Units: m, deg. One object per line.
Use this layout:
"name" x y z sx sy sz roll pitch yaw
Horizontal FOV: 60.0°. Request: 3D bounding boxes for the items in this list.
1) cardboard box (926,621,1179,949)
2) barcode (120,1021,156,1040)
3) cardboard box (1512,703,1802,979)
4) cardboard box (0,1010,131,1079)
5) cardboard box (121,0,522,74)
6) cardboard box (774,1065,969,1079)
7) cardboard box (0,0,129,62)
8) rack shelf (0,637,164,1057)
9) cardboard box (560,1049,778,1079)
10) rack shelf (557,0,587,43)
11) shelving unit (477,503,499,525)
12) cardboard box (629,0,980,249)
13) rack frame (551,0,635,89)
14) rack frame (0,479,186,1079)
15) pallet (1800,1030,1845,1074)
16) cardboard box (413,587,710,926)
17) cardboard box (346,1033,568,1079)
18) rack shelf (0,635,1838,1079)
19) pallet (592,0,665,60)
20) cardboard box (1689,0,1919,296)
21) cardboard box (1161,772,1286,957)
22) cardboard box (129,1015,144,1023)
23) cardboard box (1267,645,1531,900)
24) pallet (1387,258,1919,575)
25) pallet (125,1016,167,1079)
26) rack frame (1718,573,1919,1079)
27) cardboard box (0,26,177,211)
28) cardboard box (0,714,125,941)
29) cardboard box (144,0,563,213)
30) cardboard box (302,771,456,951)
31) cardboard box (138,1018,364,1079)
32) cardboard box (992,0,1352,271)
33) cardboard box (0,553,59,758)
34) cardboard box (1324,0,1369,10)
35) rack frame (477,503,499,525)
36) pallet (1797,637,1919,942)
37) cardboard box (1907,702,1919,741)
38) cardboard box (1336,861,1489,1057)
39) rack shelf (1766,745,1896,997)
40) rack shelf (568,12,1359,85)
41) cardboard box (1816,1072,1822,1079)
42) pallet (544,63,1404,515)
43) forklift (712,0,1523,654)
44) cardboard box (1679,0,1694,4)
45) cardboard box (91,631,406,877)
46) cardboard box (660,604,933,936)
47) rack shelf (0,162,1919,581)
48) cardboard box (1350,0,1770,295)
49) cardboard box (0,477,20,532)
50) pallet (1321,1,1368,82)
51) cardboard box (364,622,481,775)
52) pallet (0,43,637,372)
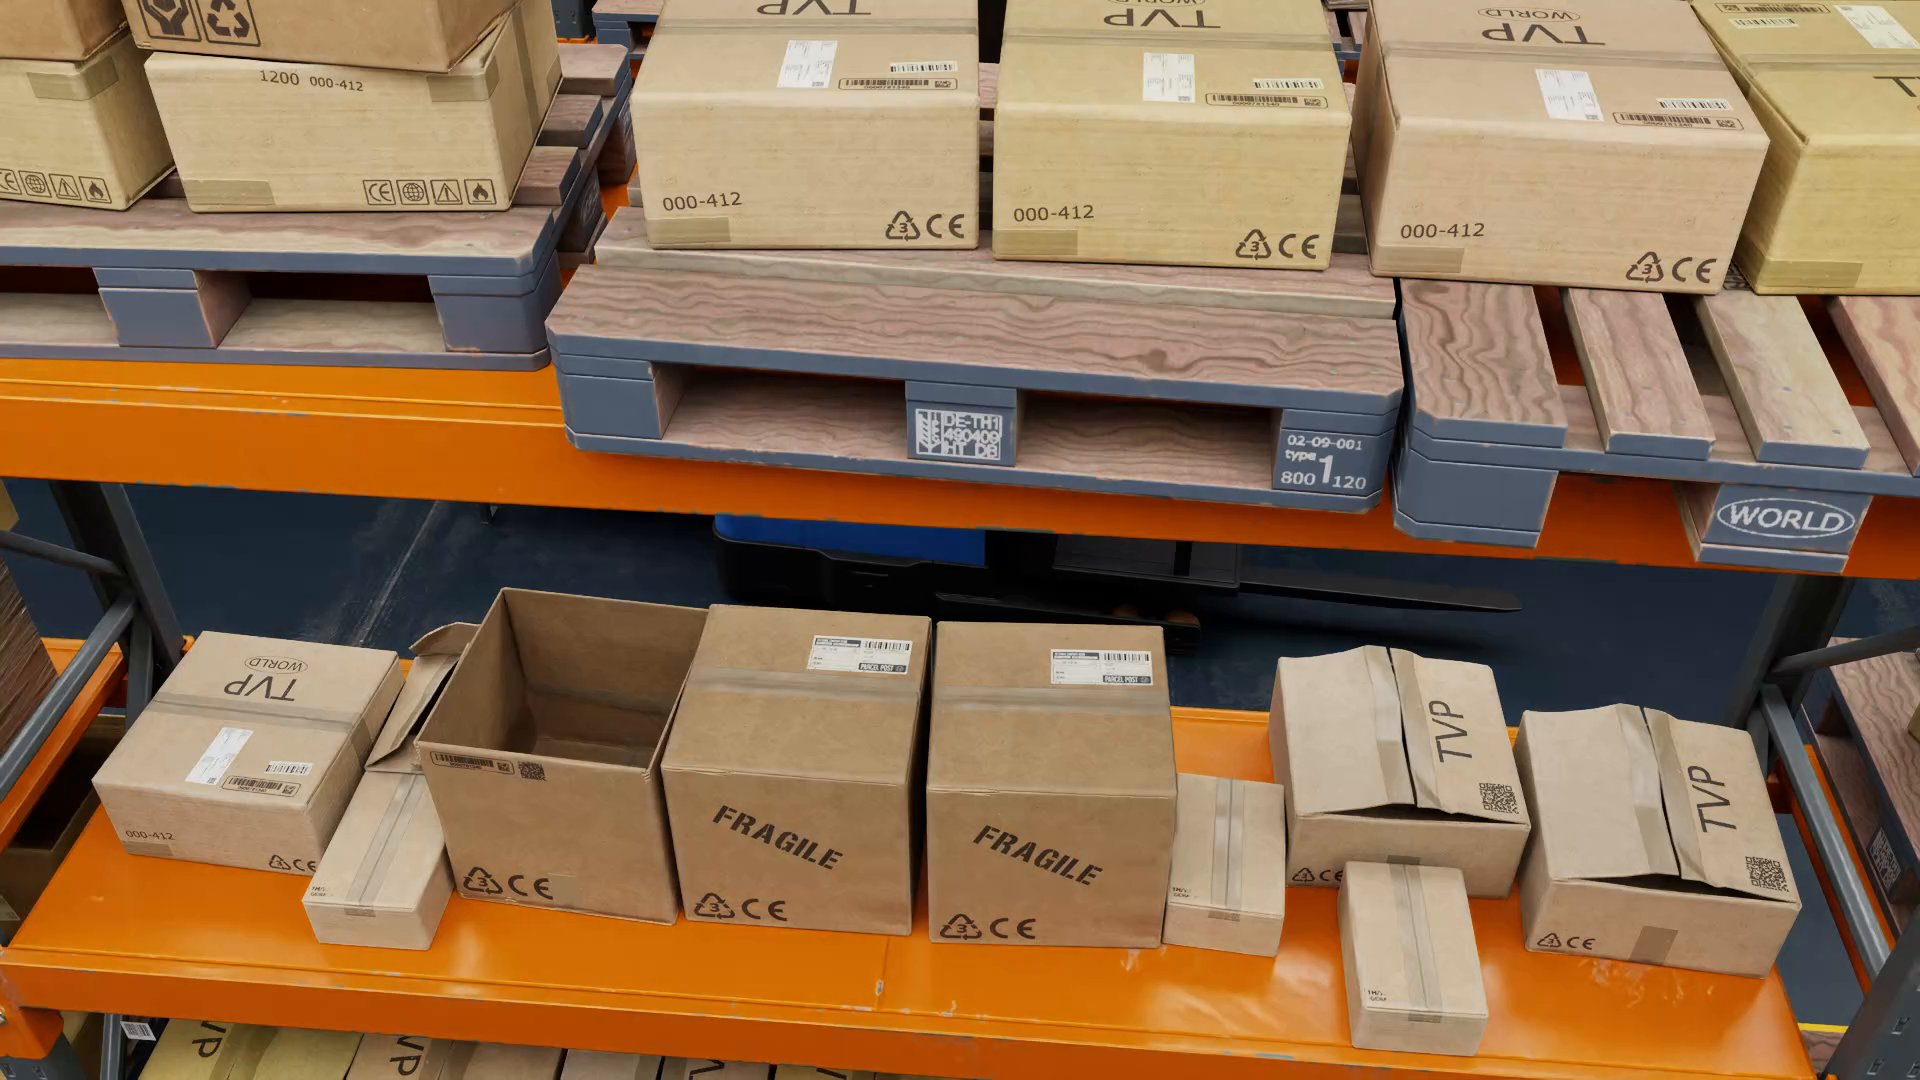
"cardboard box" 0.191 0.532 3.641 0.500 0.500 0.500 1 39 1
"barcode" -1.903 1.136 3.849 0.075 0.075 0.001 3 39 4
"cardboard box" 1.505 0.639 3.659 0.500 0.311 0.500 5 39 7
"cardboard box" -2.602 1.450 4.438 0.500 0.250 0.500 3 39 4
"cardboard box" -0.941 -1.050 2.480 0.500 0.500 0.500 7 40 8
"cardboard box" -0.199 1.382 4.077 0.500 0.311 0.500 4 39 5
"cardboard box" -1.510 -1.066 2.500 0.500 0.500 0.500 4 39 4
"rack shelf" -4.114 0.604 4.201 4.000 0.370 1.077 3 39 4
"cardboard box" -0.717 1.357 4.108 0.500 0.311 0.500 2 39 2
"rack shelf" -3.690 -2.512 8.029 4.000 0.370 1.077 3 39 4
"shelving unit" -1.408 -0.749 6.482 1.048 1.500 0.538 6 40 7
"cardboard box" -0.222 -0.691 2.633 0.500 0.250 0.500 0 39 0
"rack frame" -1.698 -2.682 7.668 0.127 3.000 1.000 3 39 4
"rack frame" -2.121 0.434 3.841 0.127 3.000 1.000 3 39 4
"pallet" 2.604 1.798 4.374 1.213 0.211 1.003 3 39 4
"cardboard box" -0.833 0.476 3.710 0.500 0.500 0.500 6 40 7
"cardboard box" -1.233 1.330 4.141 0.500 0.311 0.500 3 39 3
"rack shelf" -0.129 0.822 3.934 4.000 0.370 1.077 3 39 4
"pallet" -0.949 -2.474 7.565 1.213 0.211 1.003 3 39 4
"cardboard box" 1.407 -0.605 2.528 0.500 0.250 0.500 0 39 1
"cardboard box" 0.588 0.715 3.694 0.250 0.149 0.380 6 40 7
"cardboard box" -2.557 1.122 4.841 0.500 0.250 0.500 3 39 4
"cardboard box" 0.989 0.516 3.811 0.500 0.311 0.500 3 39 3
"pallet" 1.180 -0.419 2.662 1.003 0.211 1.213 5 39 6
"pallet" -2.910 1.446 4.806 1.213 0.211 1.003 3 39 4
"rack frame" 1.864 0.652 3.573 0.127 3.000 1.000 3 39 4
"cardboard box" -1.508 -0.794 2.760 0.500 0.250 0.500 7 40 8
"cardboard box" -2.556 0.825 4.612 0.500 0.500 0.500 3 39 4
"cardboard box" -0.961 -0.766 2.725 0.500 0.250 0.500 0 39 -1
"cardboard box" -1.256 0.708 3.703 0.250 0.149 0.380 3 39 4
"cardboard box" -1.731 1.299 4.179 0.500 0.311 0.500 3 39 4
"cardboard box" 0.314 -0.661 2.596 0.500 0.250 0.500 2 39 3
"cardboard box" -2.564 0.375 3.834 0.500 0.500 0.700 2 39 3
"cardboard box" 1.818 -2.692 7.254 0.500 0.500 0.700 -1 39 -1
"rack frame" -1.910 -0.801 6.546 0.032 1.500 0.500 6 40 7
"pallet" 2.545 0.719 3.642 1.003 0.211 1.213 3 39 4
"cardboard box" 2.501 0.414 3.454 0.500 0.500 0.700 -9 40 -11
"cardboard box" 0.944 0.874 3.499 0.250 0.149 0.380 3 39 4
"rack shelf" 3.856 1.040 3.666 4.000 0.370 1.077 3 39 4
"rack shelf" 0.295 -2.294 7.762 4.000 0.370 1.077 3 39 4
"cardboard box" 2.293 1.655 3.972 0.500 0.500 0.500 5 39 6
"pallet" 0.066 -0.478 2.734 1.213 0.211 1.003 5 39 6
"forklift" 0.621 -1.073 5.746 3.031 2.935 1.130 6 40 7
"cardboard box" 3.270 -2.404 6.996 0.500 0.500 0.500 4 39 5
"cardboard box" -1.627 0.492 3.889 0.500 0.250 0.500 5 39 7
"cardboard box" -0.334 0.503 3.676 0.500 0.500 0.500 3 39 4
"rack shelf" -0.129 -0.341 2.987 4.000 0.370 1.077 3 39 4
"cardboard box" 0.883 -0.623 2.549 0.500 0.250 0.500 4 39 5
"cardboard box" -2.372 0.007 3.772 0.250 0.149 0.380 3 39 4
"pallet" 1.568 -2.361 7.427 1.003 0.211 1.213 3 39 4
"cardboard box" -1.230 0.419 3.966 0.258 0.266 0.396 2 39 3
"pallet" -1.241 -0.615 2.905 1.217 0.209 0.805 2 39 2
